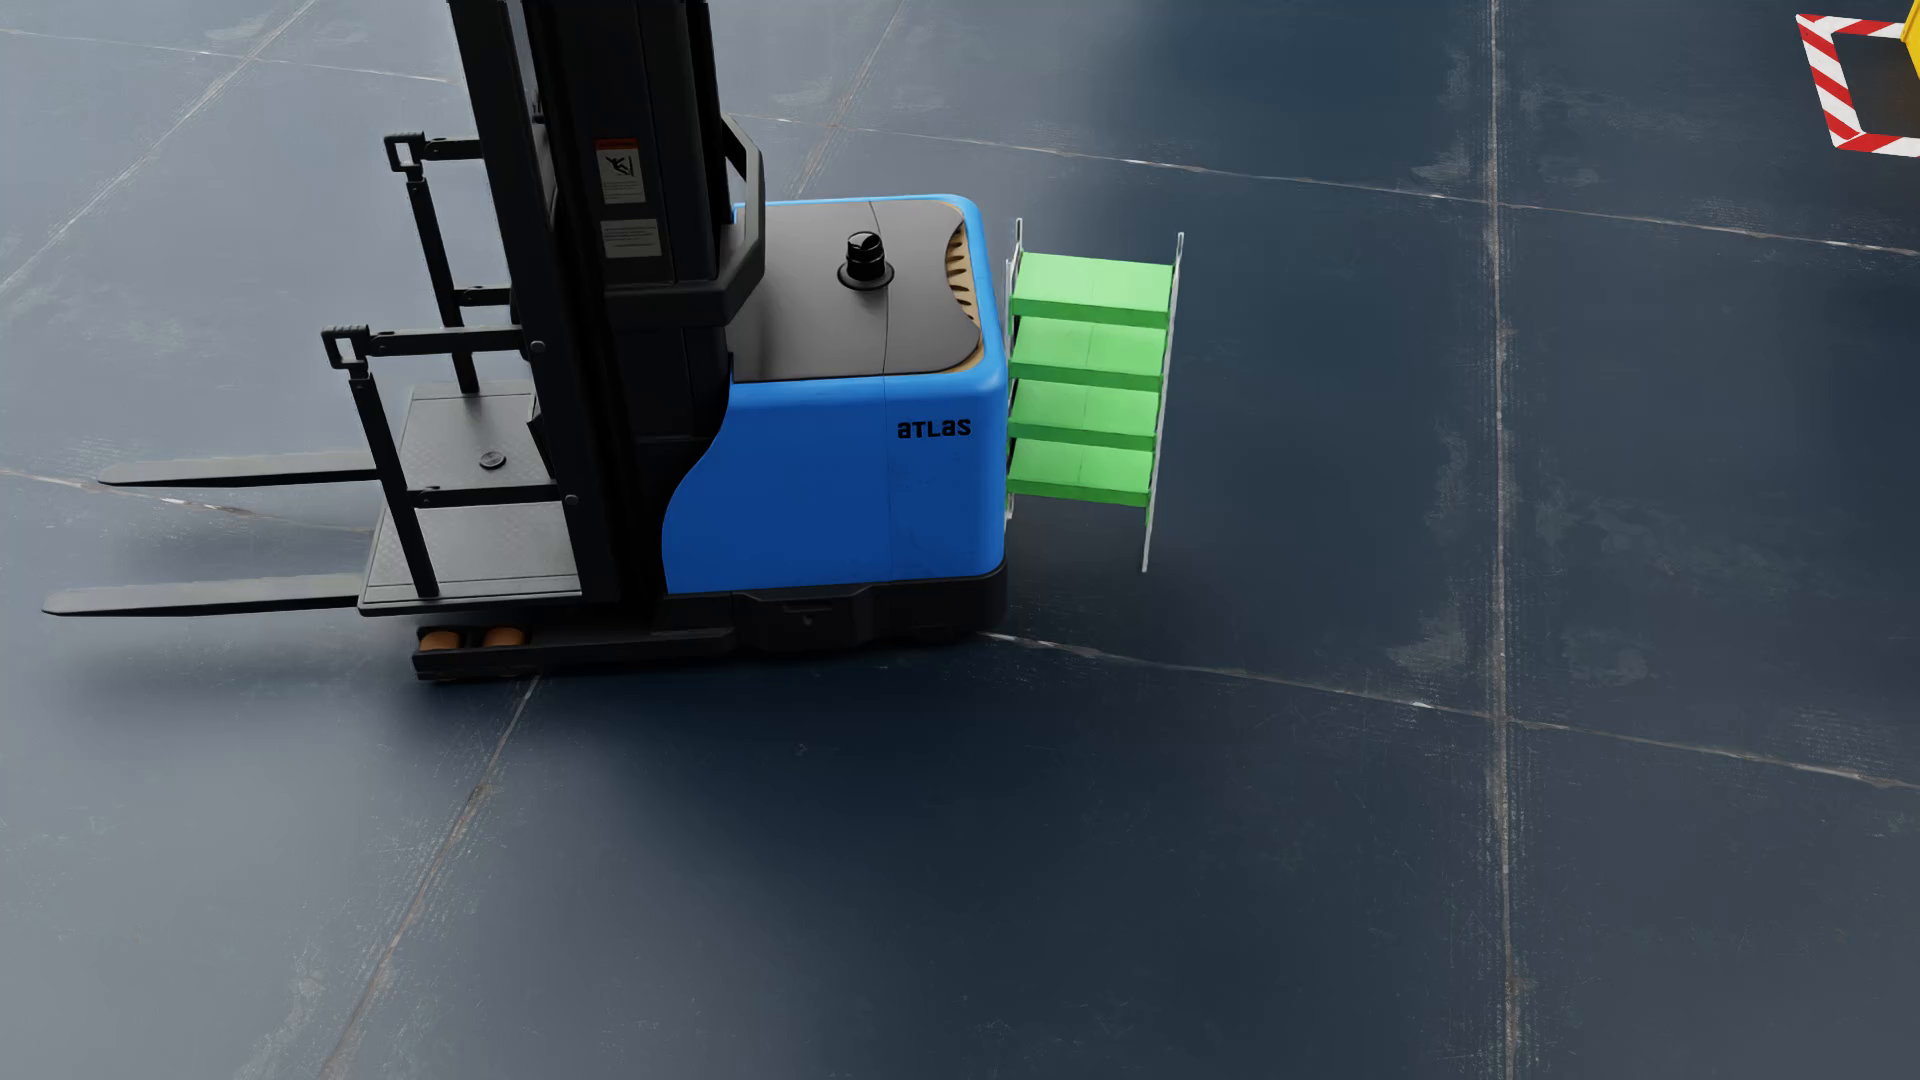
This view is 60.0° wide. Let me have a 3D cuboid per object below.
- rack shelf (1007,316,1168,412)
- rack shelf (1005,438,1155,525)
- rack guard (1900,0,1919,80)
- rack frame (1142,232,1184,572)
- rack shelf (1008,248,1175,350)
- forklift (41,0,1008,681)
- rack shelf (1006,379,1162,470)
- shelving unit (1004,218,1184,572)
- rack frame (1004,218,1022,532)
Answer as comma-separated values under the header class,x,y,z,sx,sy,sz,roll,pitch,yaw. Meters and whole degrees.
class,x,y,z,sx,sy,sz,roll,pitch,yaw
rack shelf,0.402,-0.559,5.212,0.480,0.148,0.258,6,44,7
rack shelf,0.402,-0.213,5.544,0.480,0.148,0.258,6,44,7
rack guard,4.797,-2.341,7.822,0.348,0.500,1.175,9,45,9
rack frame,0.643,-0.405,5.306,0.015,1.200,0.240,6,44,7
rack shelf,0.402,-0.732,5.045,0.480,0.148,0.258,6,44,7
forklift,-1.394,-0.992,4.667,3.031,2.935,1.130,-3,44,-3
rack shelf,0.402,-0.386,5.378,0.480,0.148,0.258,6,44,7
shelving unit,0.402,-0.432,5.334,0.503,1.200,0.258,6,44,7
rack frame,0.161,-0.459,5.362,0.015,1.200,0.240,6,44,7
